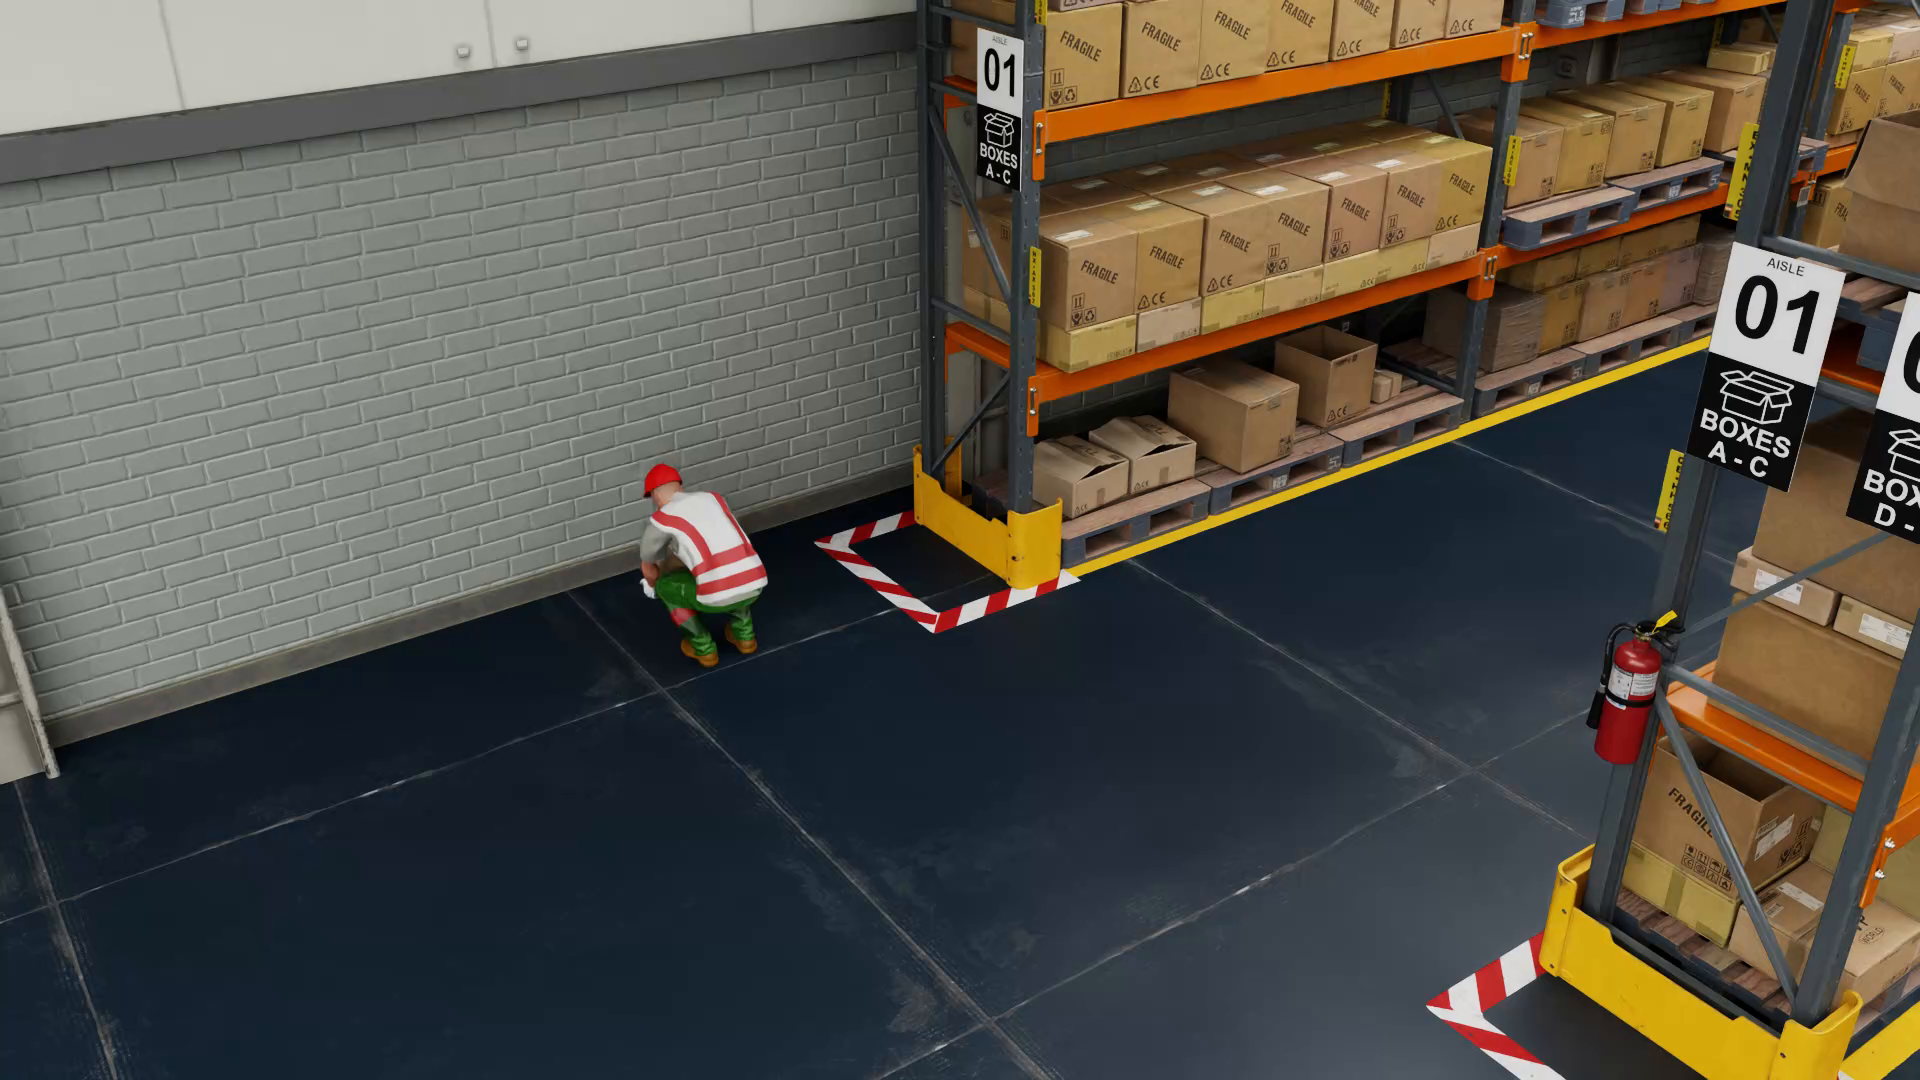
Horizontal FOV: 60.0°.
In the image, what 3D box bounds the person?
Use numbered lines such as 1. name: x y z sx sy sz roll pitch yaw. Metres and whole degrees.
1. person: -1.437 0.136 9.177 0.572 1.006 0.881 -19 34 -31
